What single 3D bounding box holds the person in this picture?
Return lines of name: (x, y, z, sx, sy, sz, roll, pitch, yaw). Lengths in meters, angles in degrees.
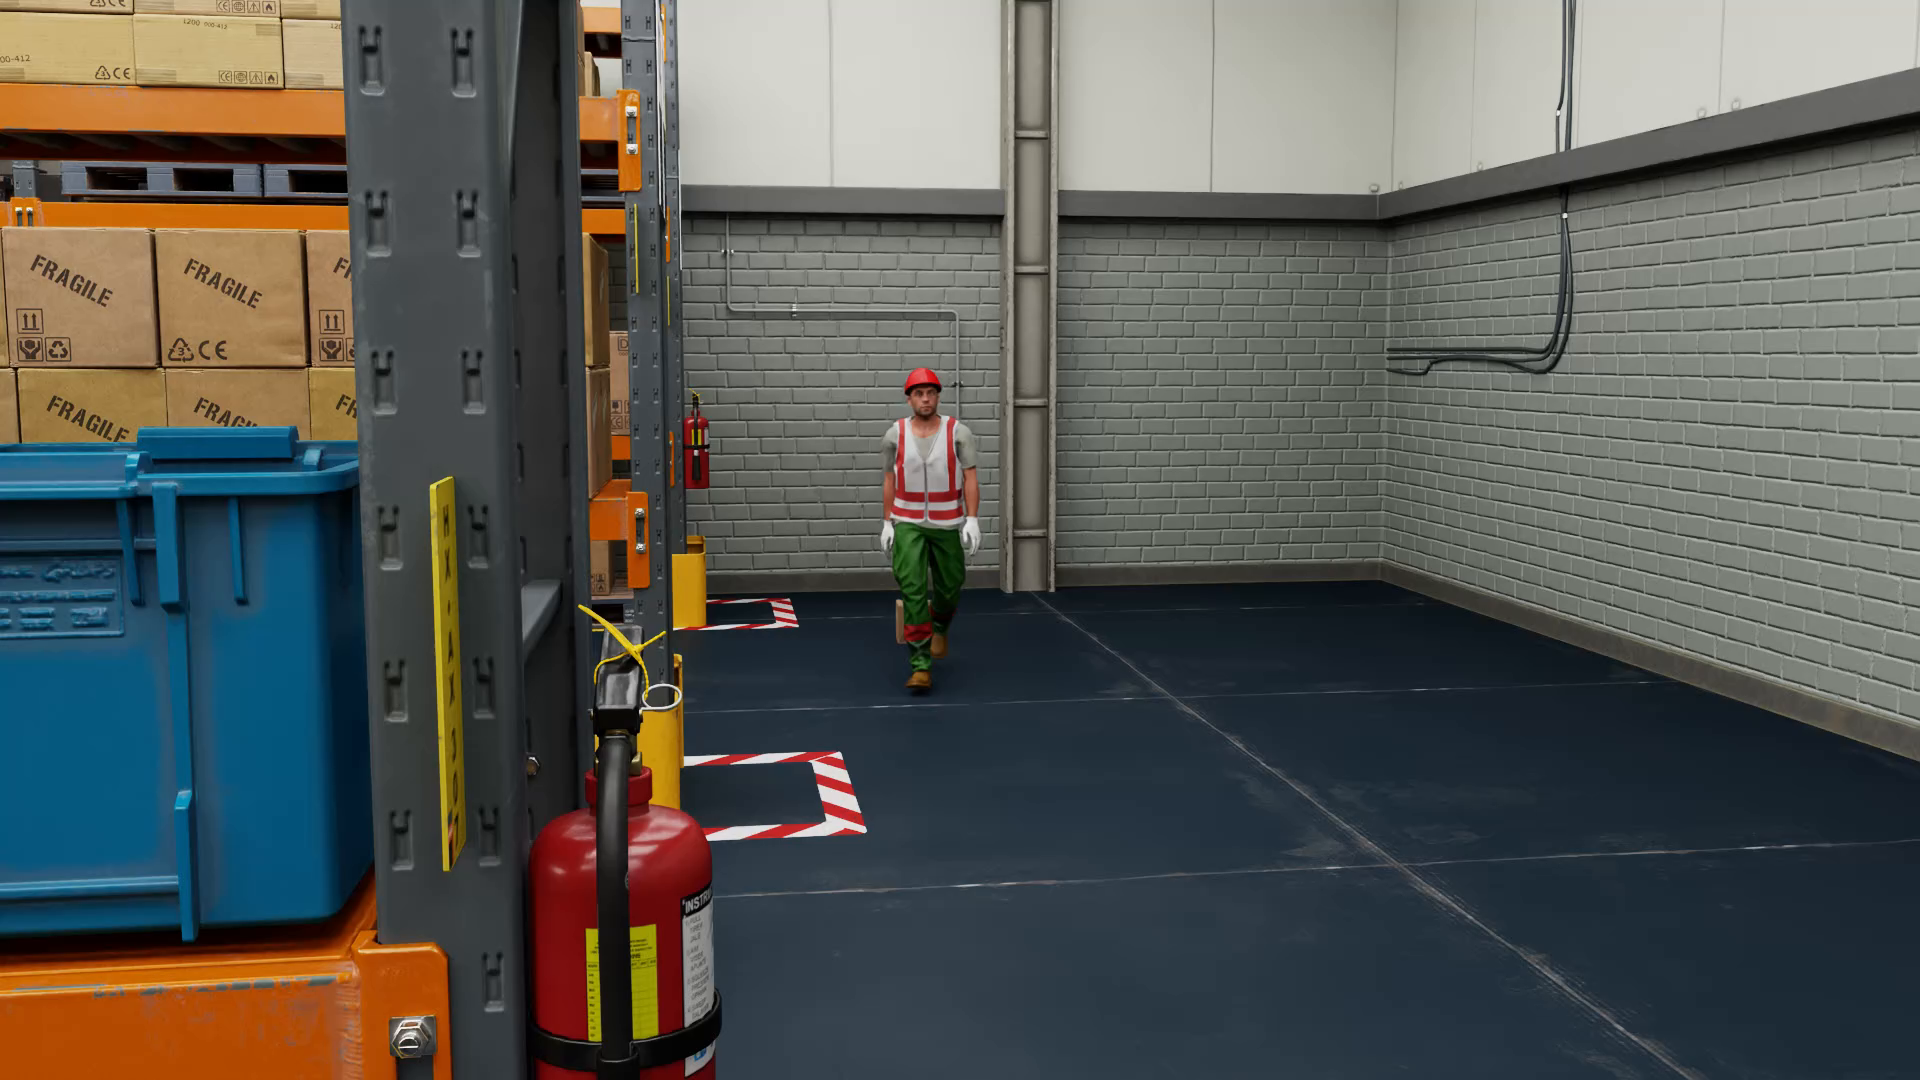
person: (-0.165, -0.087, 9.350, 0.566, 1.763, 0.926, 0, 6, 0)
